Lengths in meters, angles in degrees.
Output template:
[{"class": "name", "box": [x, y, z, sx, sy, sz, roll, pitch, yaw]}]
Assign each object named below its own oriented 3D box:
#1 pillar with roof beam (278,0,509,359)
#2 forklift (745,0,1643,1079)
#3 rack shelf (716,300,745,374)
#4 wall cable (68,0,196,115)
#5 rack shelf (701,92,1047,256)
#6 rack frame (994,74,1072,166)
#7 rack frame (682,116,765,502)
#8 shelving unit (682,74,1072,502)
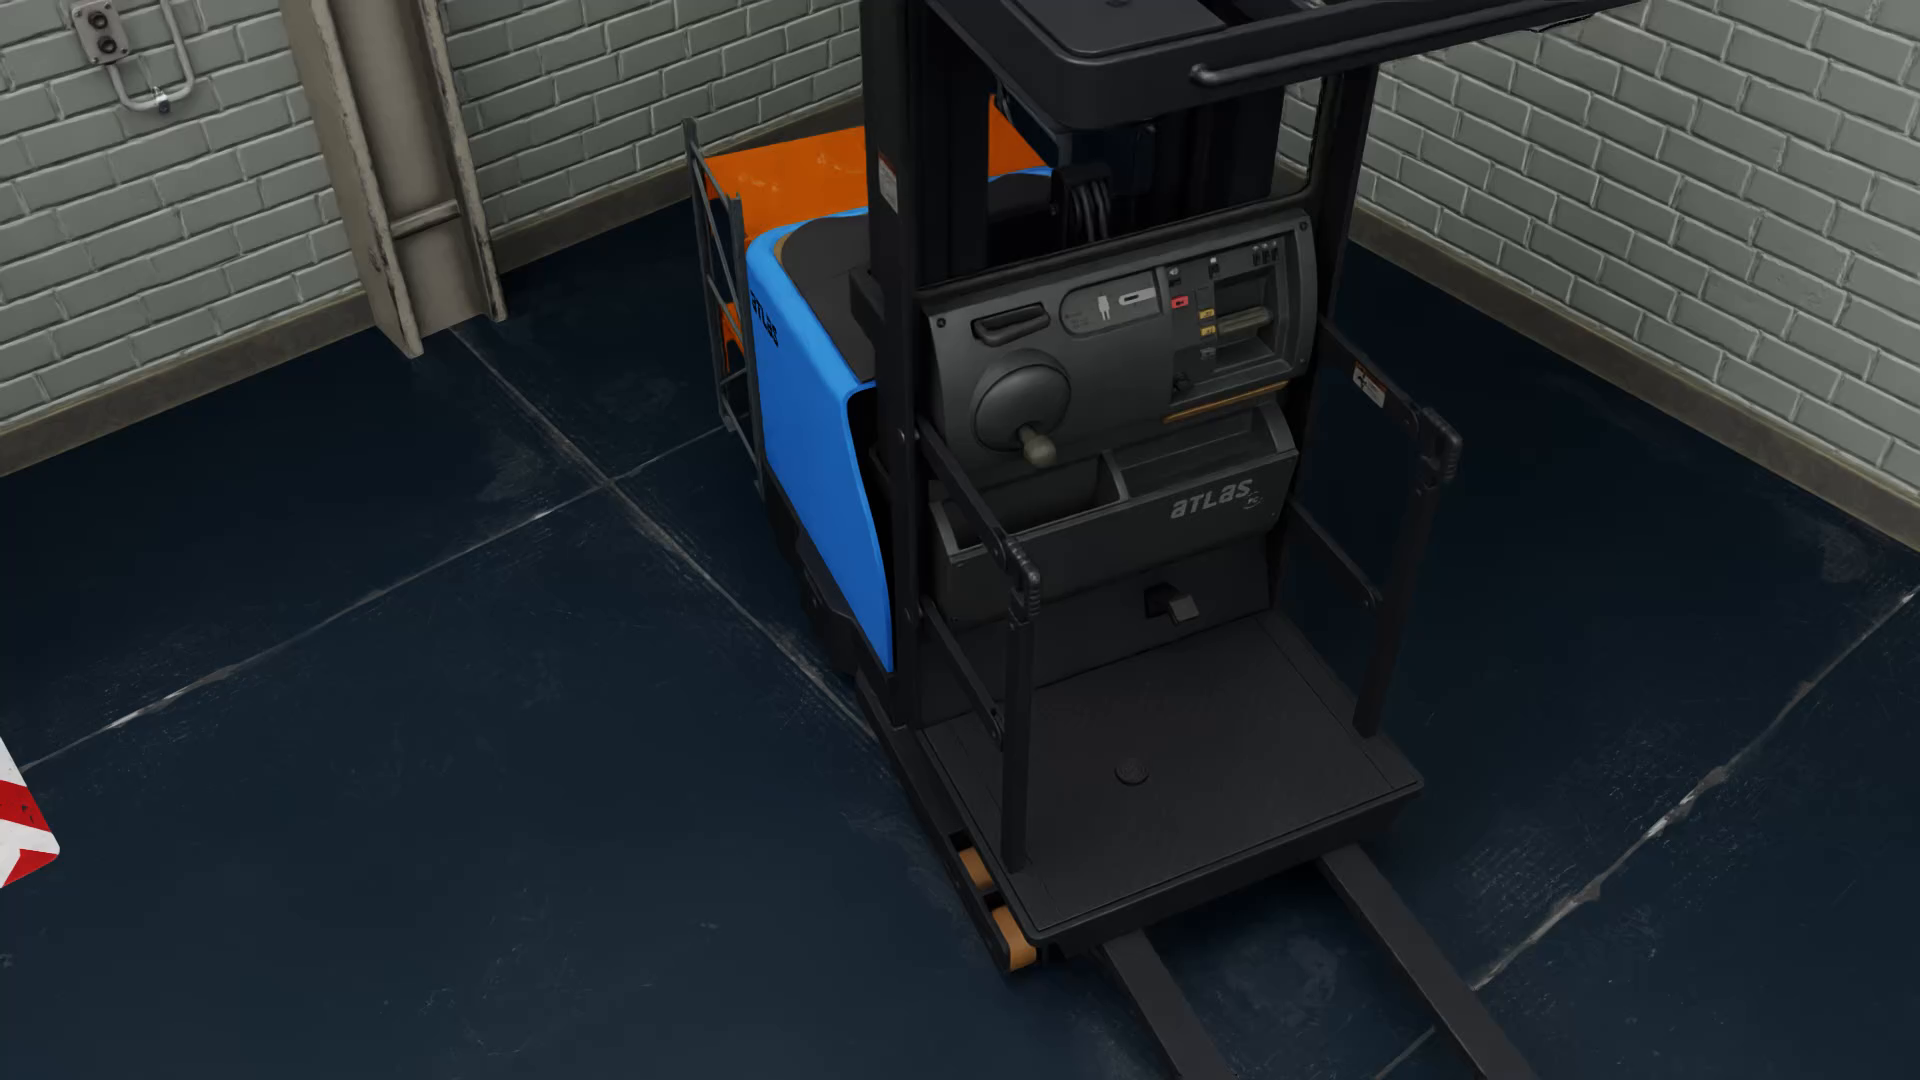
[{"class": "pillar with roof beam", "box": [0.853, -1.832, 0.628, 0.400, 9.000, 9.100, -30, 51, -28]}, {"class": "forklift", "box": [0.462, -0.349, 3.481, 1.130, 2.935, 3.031, -17, 46, -18]}, {"class": "rack shelf", "box": [-0.248, -0.649, 5.477, 1.000, 0.278, 0.538, -16, 46, -16]}, {"class": "wall cable", "box": [-3.050, -1.696, 4.122, 1.851, 1.984, 0.084, -30, 51, -28]}, {"class": "rack shelf", "box": [-0.248, -1.041, 5.109, 1.000, 0.278, 0.538, -16, 46, -16]}, {"class": "rack frame", "box": [0.221, -0.962, 5.453, 0.032, 1.125, 0.500, -16, 46, -16]}, {"class": "rack frame", "box": [-0.717, -0.693, 5.166, 0.032, 1.125, 0.500, -16, 46, -16]}, {"class": "shelving unit", "box": [-0.248, -0.827, 5.309, 1.048, 1.125, 0.538, -16, 46, -16]}]
